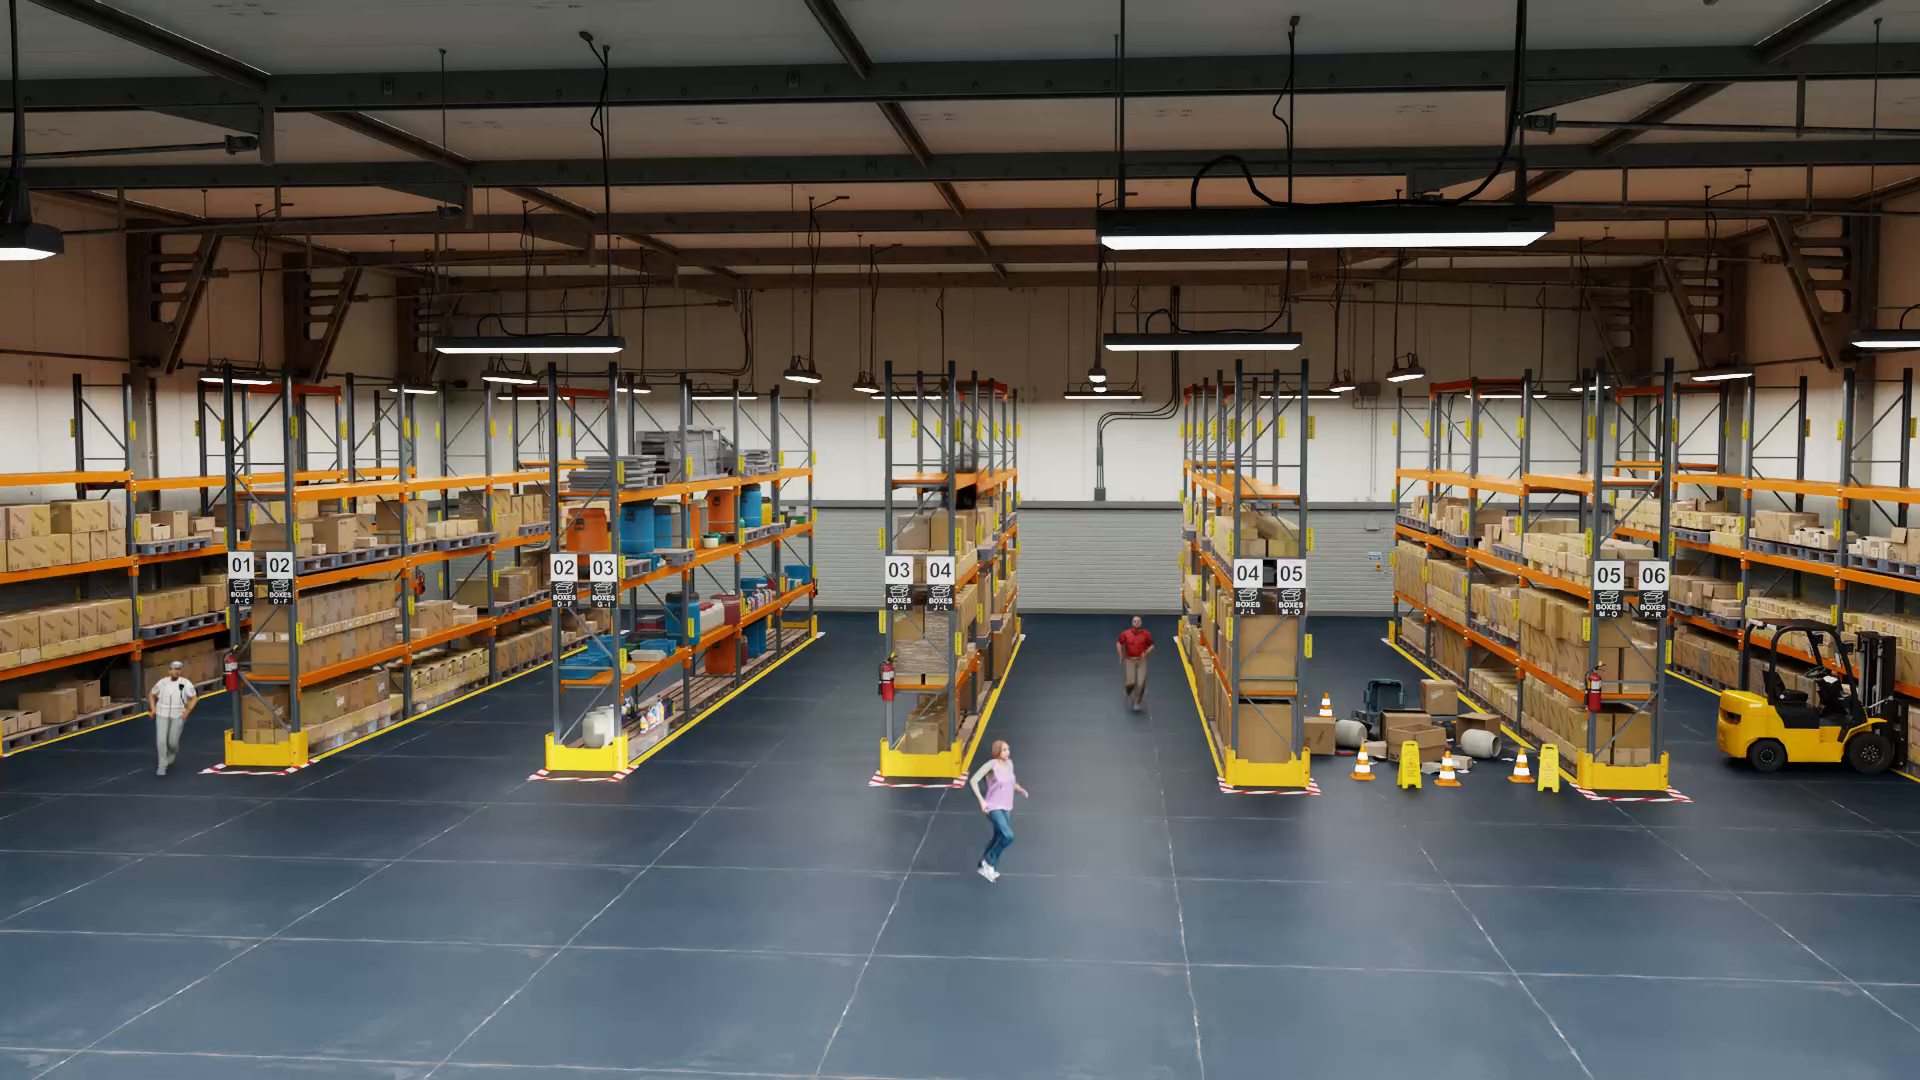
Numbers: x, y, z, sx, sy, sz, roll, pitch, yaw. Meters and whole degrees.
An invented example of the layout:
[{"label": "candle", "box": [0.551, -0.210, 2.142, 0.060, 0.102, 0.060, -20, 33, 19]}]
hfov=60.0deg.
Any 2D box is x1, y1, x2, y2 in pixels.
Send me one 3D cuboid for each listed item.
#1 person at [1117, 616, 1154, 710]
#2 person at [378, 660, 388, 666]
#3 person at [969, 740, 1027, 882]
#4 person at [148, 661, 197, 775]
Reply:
[{"label": "person", "box": [3.149, 2.205, 29.756, 0.665, 1.686, 0.592, 0, 4, 2]}, {"label": "person", "box": [-11.768, 1.927, 33.825, 0.586, 1.645, 0.891, 0, 4, -1]}, {"label": "person", "box": [0.446, 2.992, 18.433, 0.630, 1.571, 0.538, 3, 5, 39]}, {"label": "person", "box": [-11.578, 2.596, 24.469, 0.657, 1.632, 0.603, -1, 4, -19]}]
